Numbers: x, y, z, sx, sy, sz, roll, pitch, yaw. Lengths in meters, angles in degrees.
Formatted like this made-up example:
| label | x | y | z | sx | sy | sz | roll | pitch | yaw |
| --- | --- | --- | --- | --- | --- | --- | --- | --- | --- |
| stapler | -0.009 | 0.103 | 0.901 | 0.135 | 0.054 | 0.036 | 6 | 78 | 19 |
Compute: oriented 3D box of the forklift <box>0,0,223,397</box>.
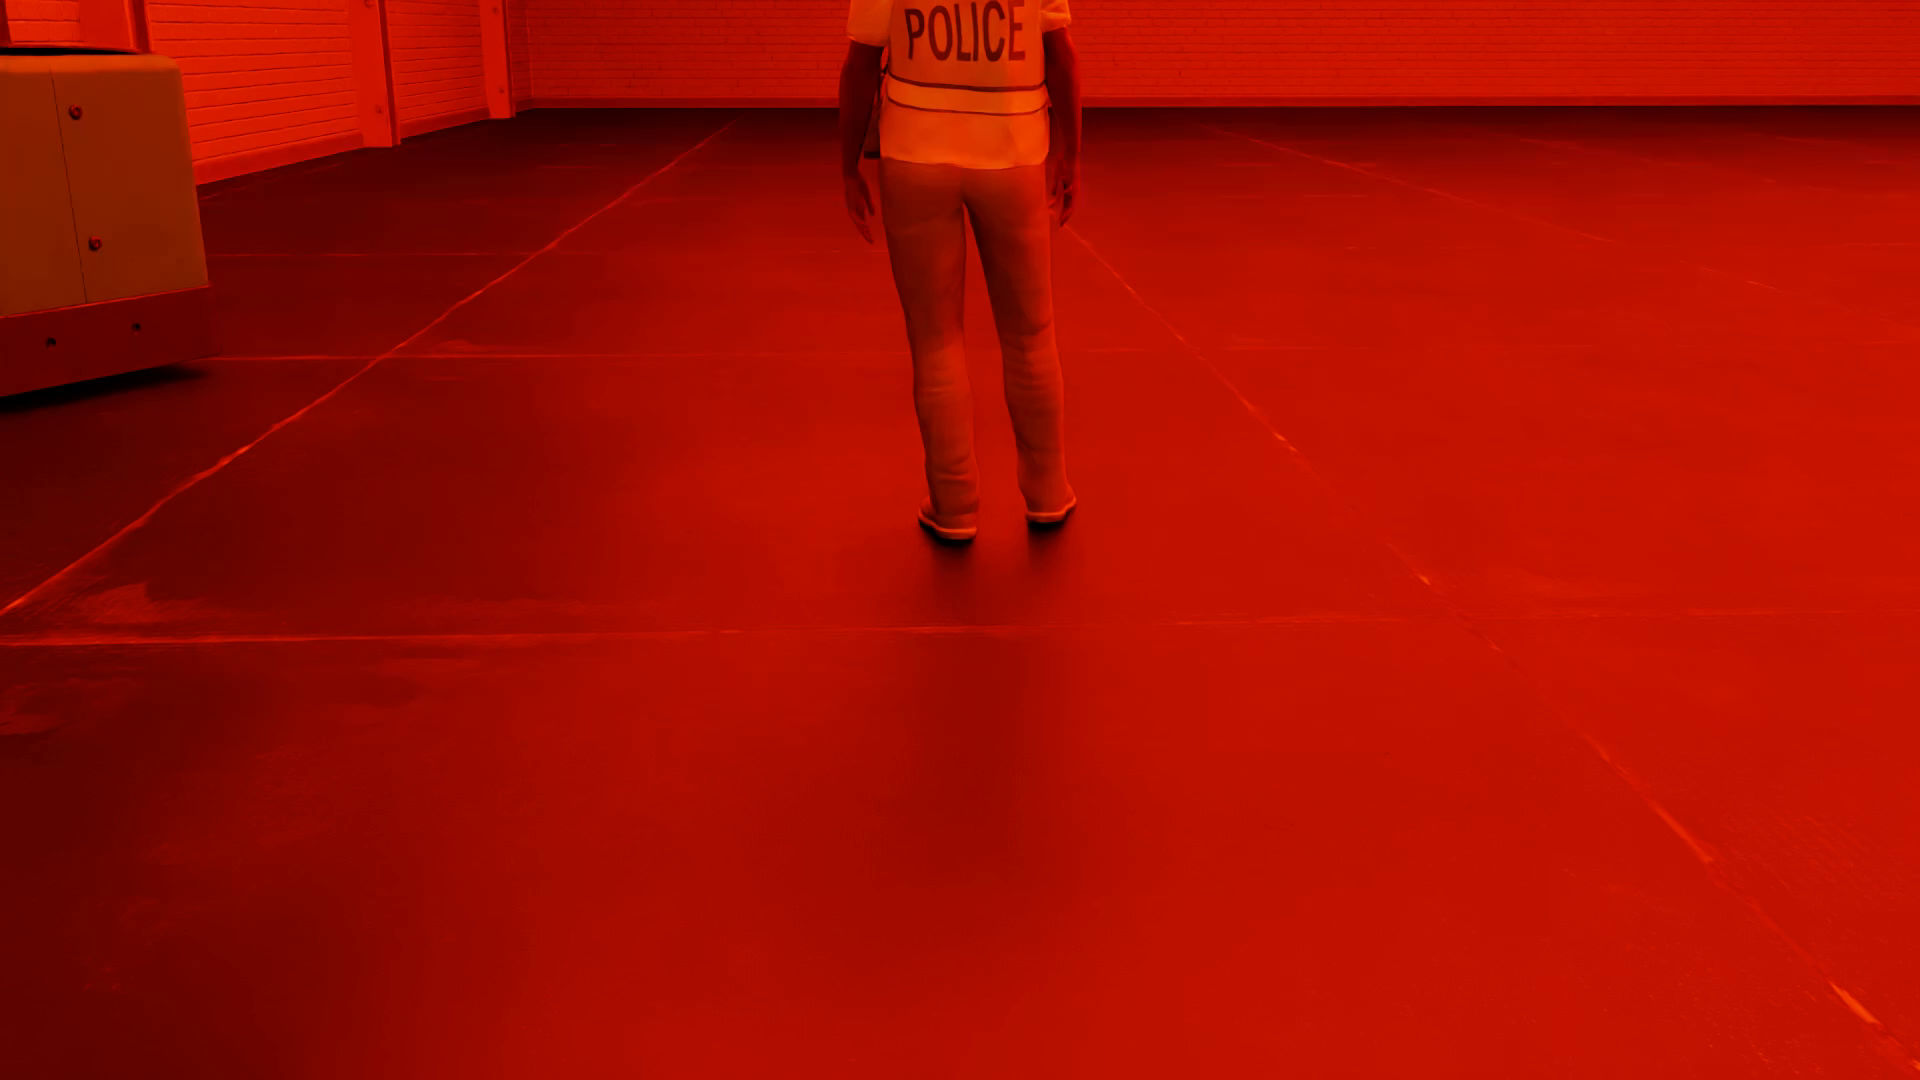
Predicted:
| label | x | y | z | sx | sy | sz | roll | pitch | yaw |
| --- | --- | --- | --- | --- | --- | --- | --- | --- | --- |
| forklift | -4.121 | -2.066 | 5.660 | 3.031 | 2.935 | 1.130 | 9 | 19 | 27 |

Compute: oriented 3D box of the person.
| label | x | y | z | sx | sy | sz | roll | pitch | yaw |
| --- | --- | --- | --- | --- | --- | --- | --- | --- | --- |
| person | 0.016 | -0.840 | 3.741 | 0.569 | 1.695 | 0.528 | -1 | 17 | -3 |
